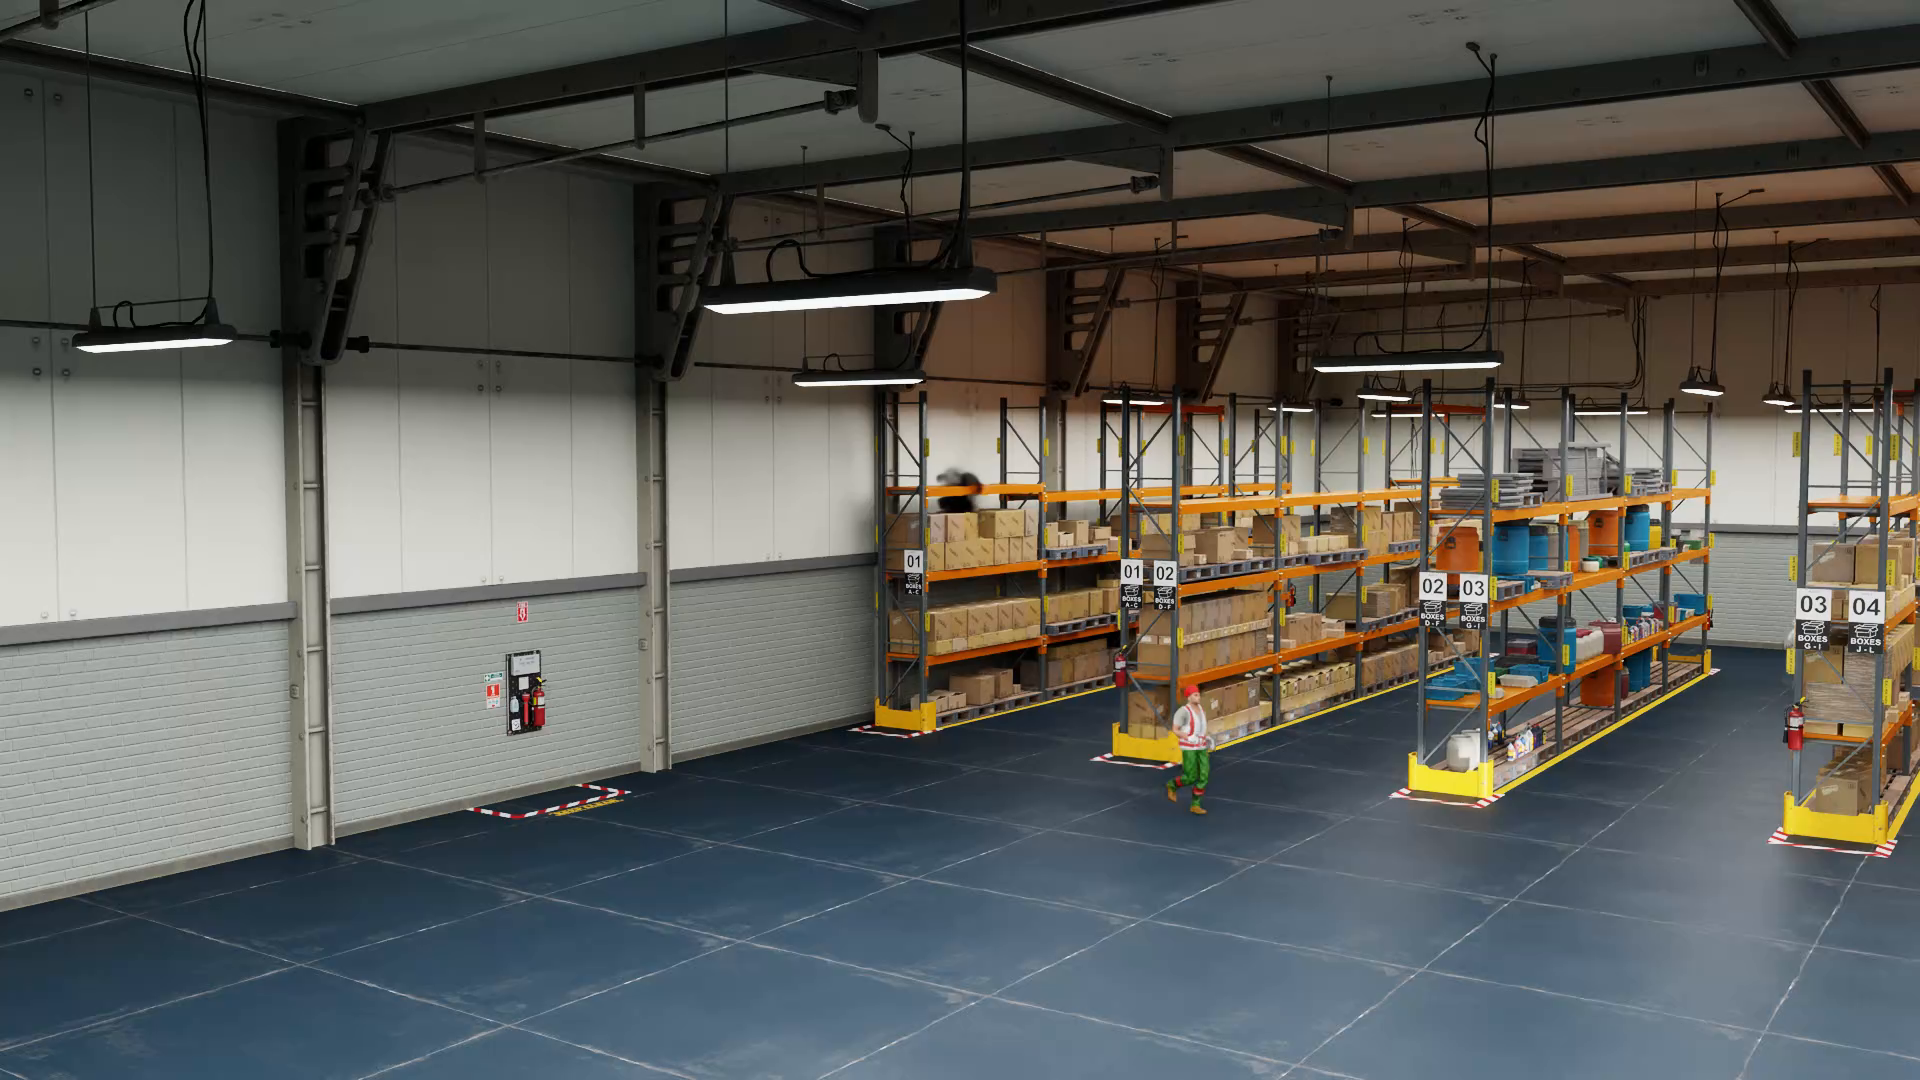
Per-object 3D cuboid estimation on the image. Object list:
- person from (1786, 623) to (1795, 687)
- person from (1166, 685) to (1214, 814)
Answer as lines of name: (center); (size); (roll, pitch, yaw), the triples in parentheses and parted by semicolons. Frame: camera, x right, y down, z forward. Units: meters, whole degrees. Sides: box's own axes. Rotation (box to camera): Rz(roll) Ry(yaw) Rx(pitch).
person: (16.352, 2.385, 32.302); (0.554, 1.660, 0.608); (2, 4, 33)
person: (3.163, 2.859, 22.827); (0.653, 1.749, 0.714); (-3, 4, -39)
